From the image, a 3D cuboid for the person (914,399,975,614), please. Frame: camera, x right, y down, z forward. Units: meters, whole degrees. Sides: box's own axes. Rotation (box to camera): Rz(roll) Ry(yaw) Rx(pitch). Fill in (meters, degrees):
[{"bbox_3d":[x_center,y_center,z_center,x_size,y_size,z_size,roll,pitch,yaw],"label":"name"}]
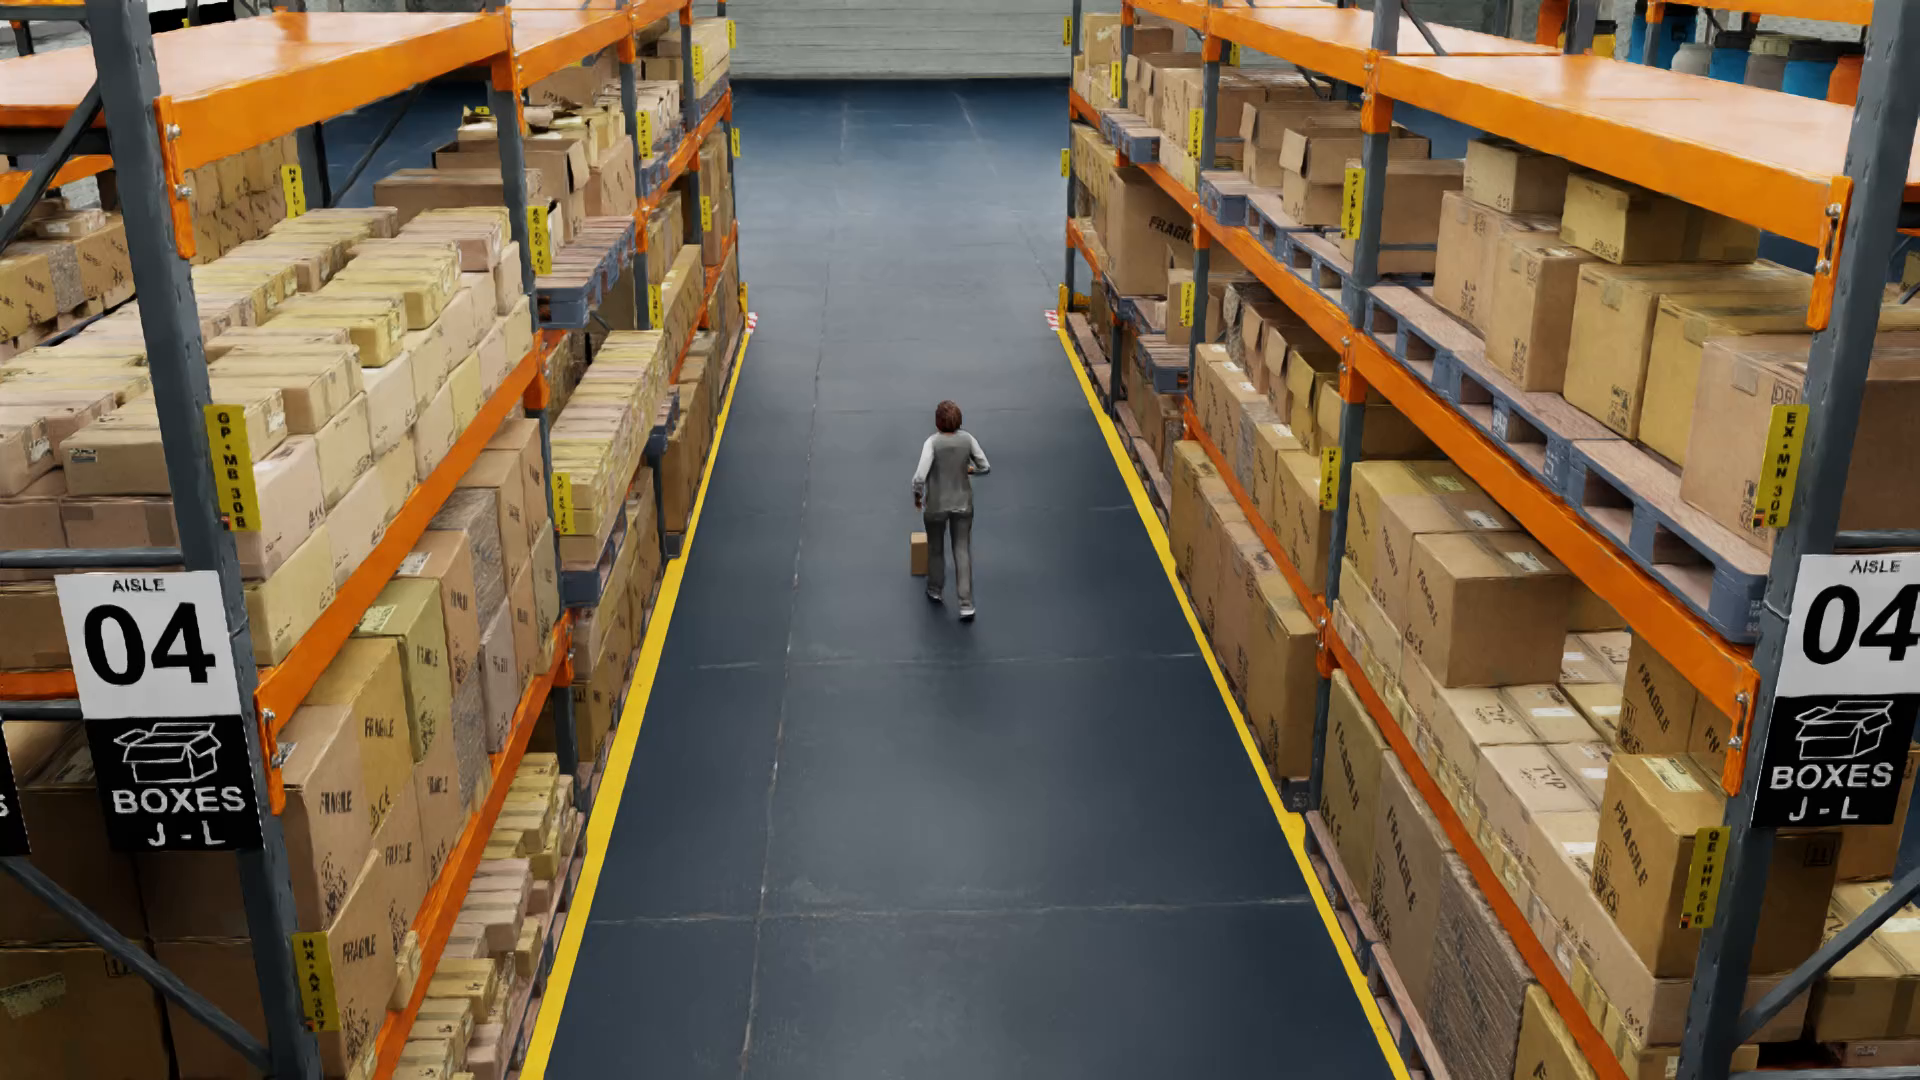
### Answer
[{"bbox_3d":[-0.110,-0.269,11.773,0.551,1.584,0.700,-6,21,-14],"label":"person"}]
